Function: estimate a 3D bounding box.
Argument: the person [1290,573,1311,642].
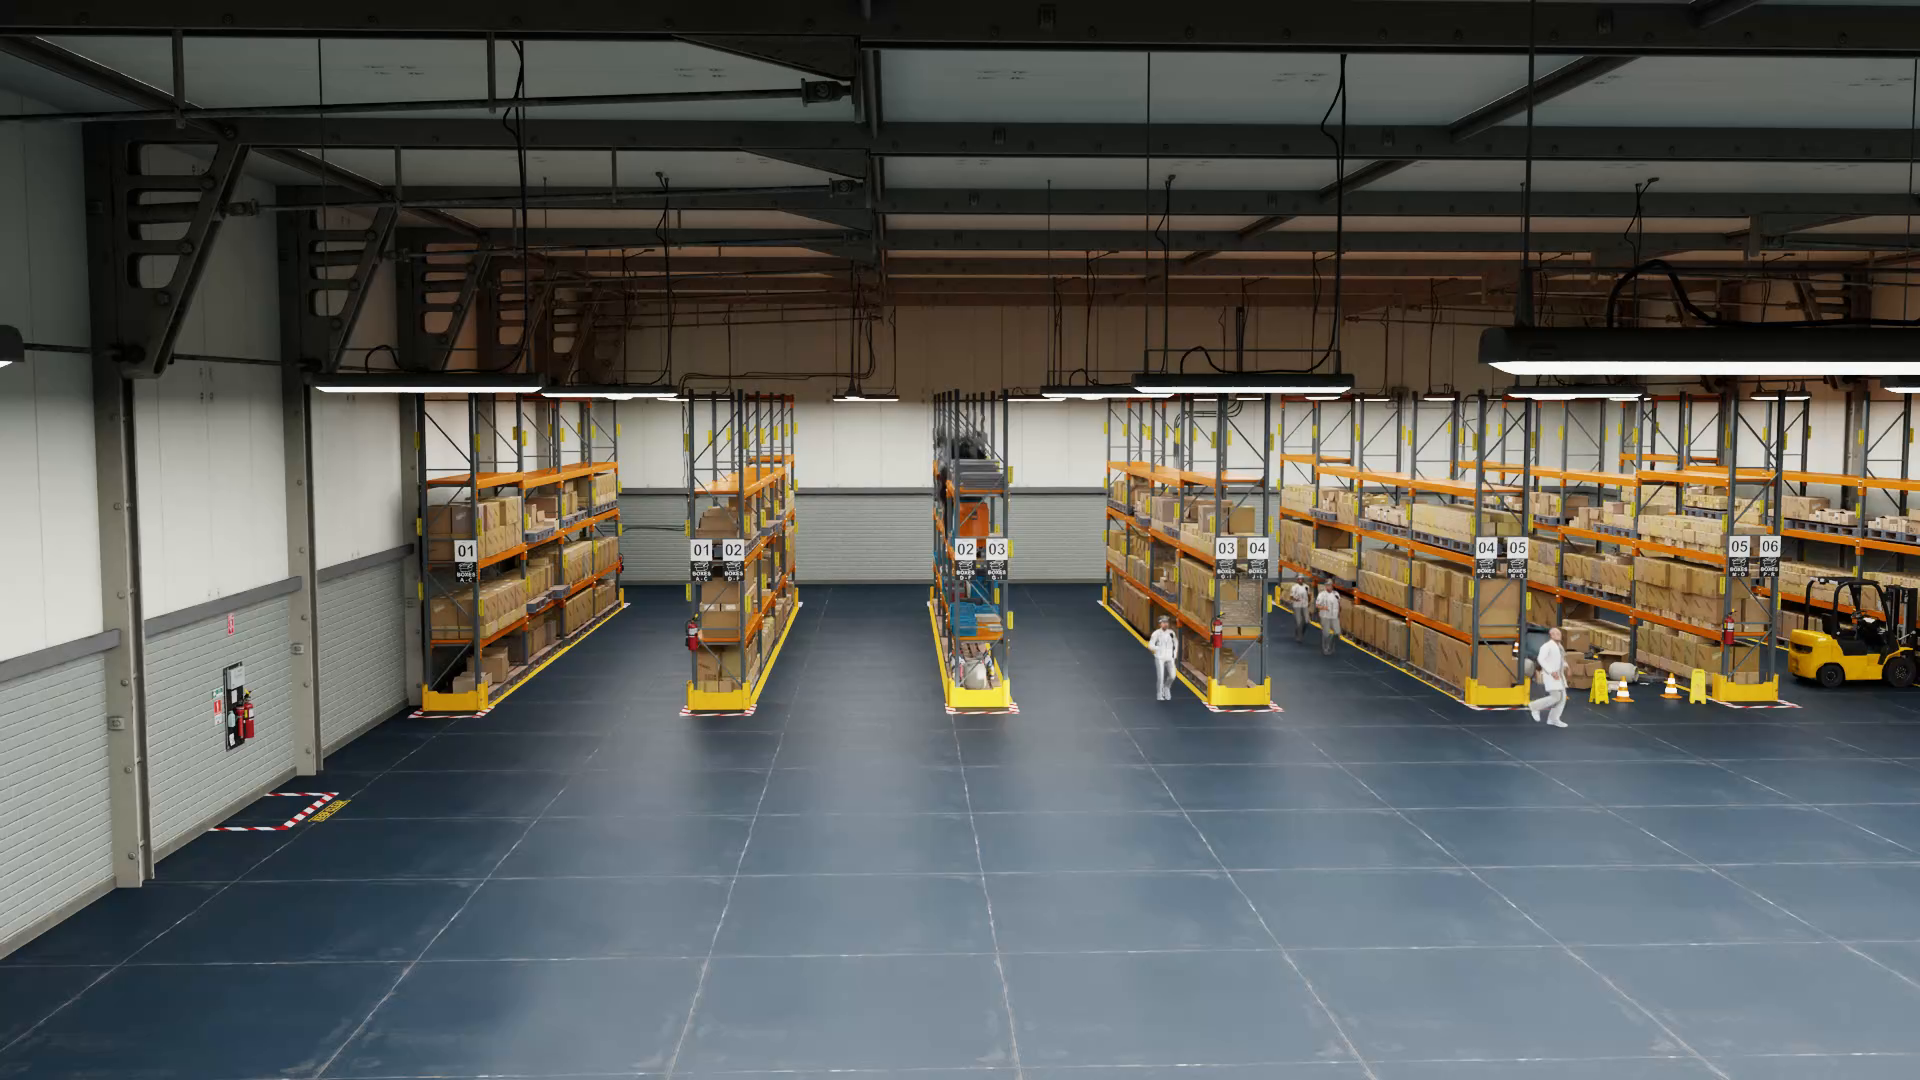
[{"bbox_3d":[8.217,1.626,39.965,0.562,1.672,0.586,0,5,-3],"label":"person"}]

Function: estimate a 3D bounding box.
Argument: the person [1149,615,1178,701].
[{"bbox_3d":[3.938,2.272,31.901,0.621,1.671,0.563,-1,5,-8],"label":"person"}]

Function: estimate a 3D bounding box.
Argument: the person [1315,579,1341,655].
[{"bbox_3d":[8.443,1.759,37.874,0.649,1.753,0.610,-1,5,-6],"label":"person"}]

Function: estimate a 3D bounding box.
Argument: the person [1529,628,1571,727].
[{"bbox_3d":[10.551,2.477,29.703,0.736,1.670,0.683,-5,6,-44],"label":"person"}]

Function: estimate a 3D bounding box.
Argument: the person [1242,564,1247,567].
[{"bbox_3d":[7.940,1.136,46.422,0.604,1.626,0.554,0,5,1],"label":"person"}]
